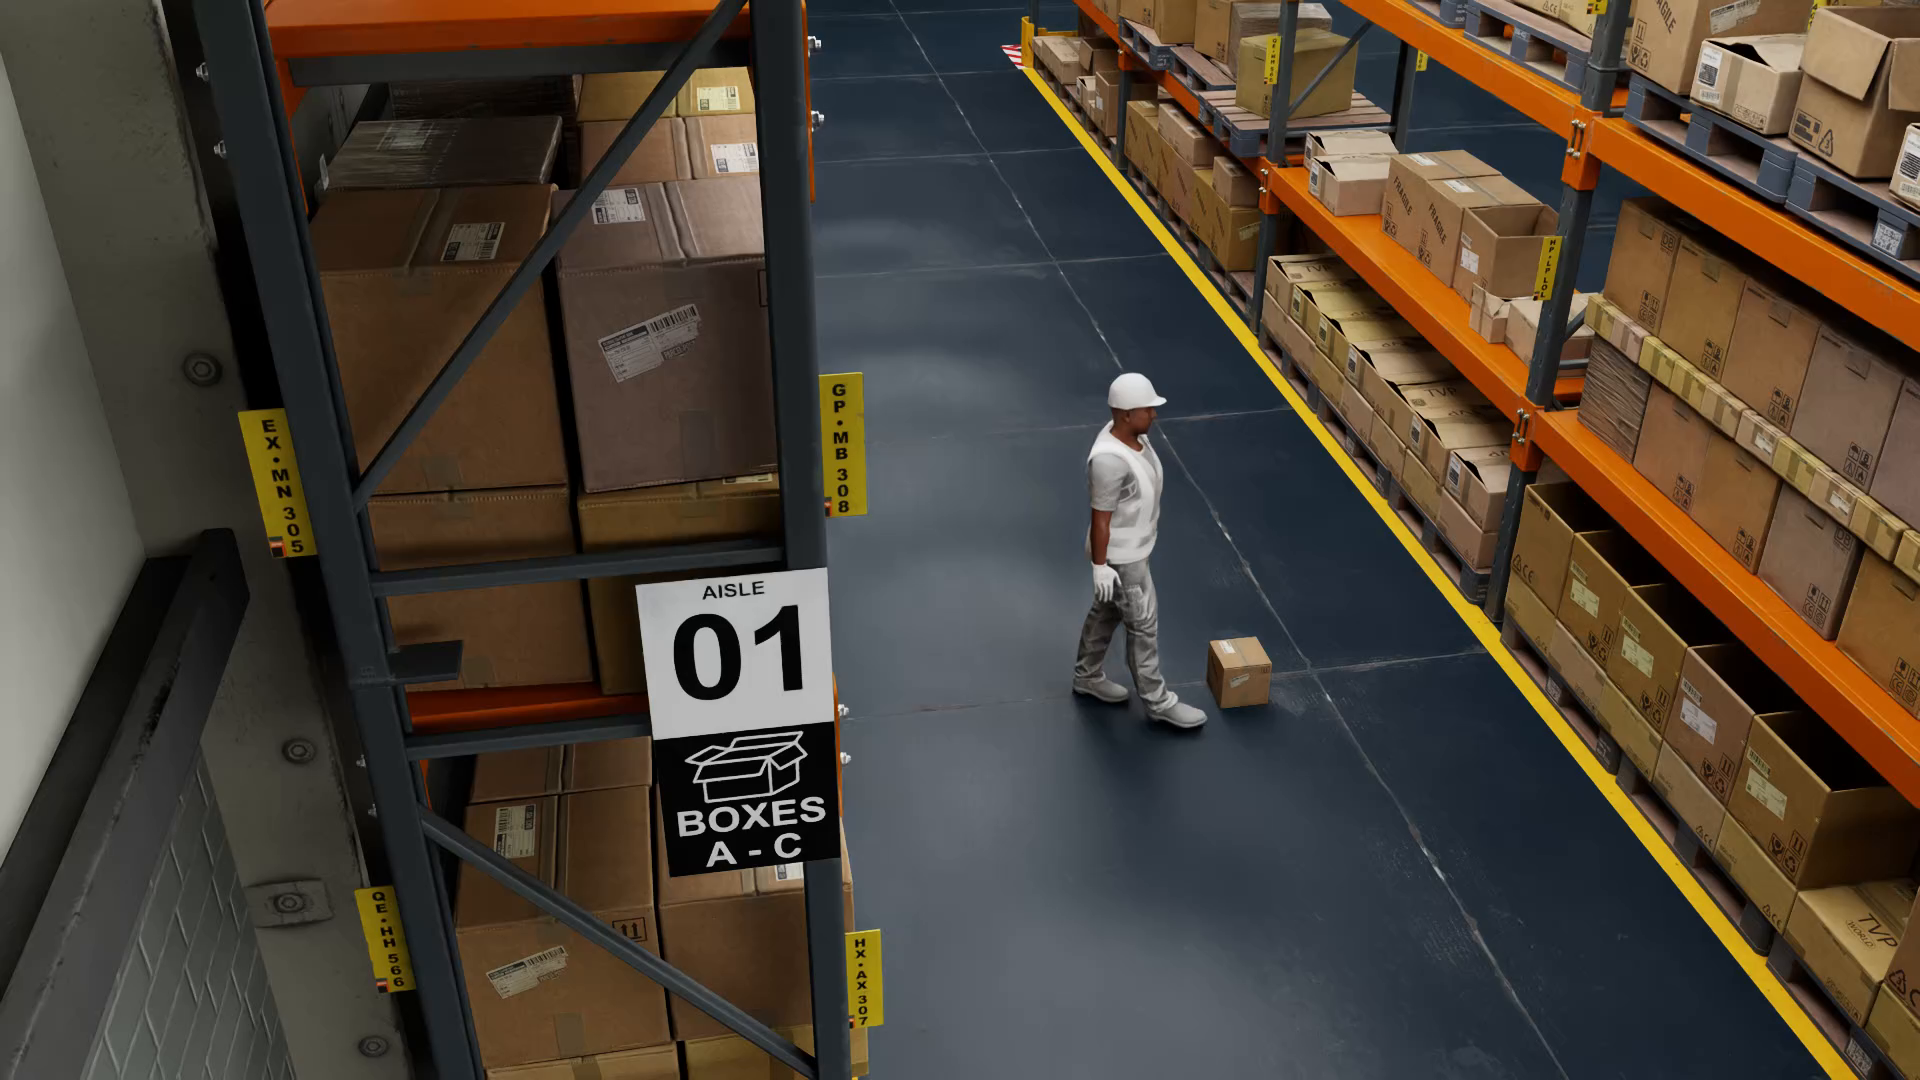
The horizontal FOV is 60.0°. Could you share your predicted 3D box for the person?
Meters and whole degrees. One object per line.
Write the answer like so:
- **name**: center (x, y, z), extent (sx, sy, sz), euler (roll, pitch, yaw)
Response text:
- **person**: center (0.919, 0.050, 8.018), extent (0.713, 1.768, 0.591), euler (8, 31, 13)
